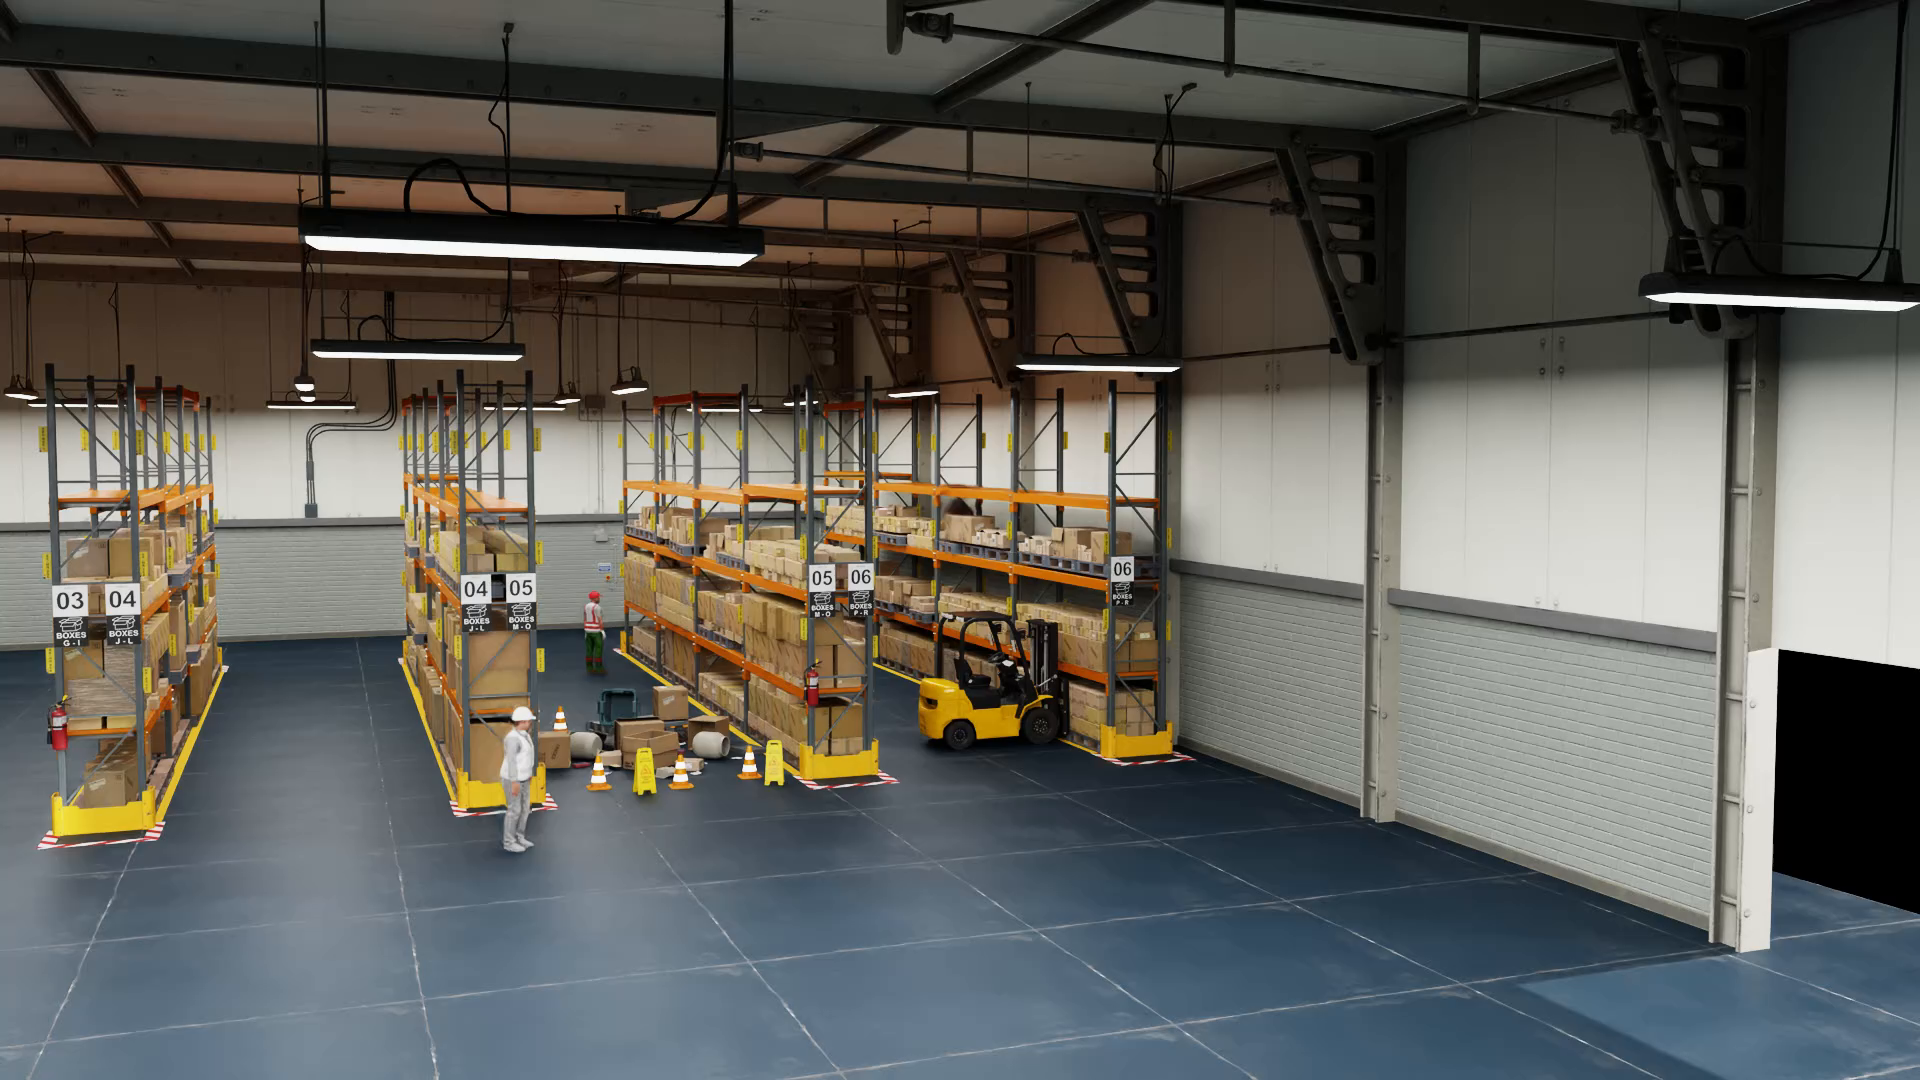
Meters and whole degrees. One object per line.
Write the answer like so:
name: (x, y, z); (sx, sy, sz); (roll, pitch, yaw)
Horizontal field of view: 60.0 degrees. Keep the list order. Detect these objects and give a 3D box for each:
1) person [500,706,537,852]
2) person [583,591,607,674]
person: (-5.414, 2.928, 20.432); (0.450, 1.782, 0.574); (0, 3, 5)
person: (-7.876, 1.995, 35.976); (0.612, 1.794, 0.416); (2, 4, 35)
